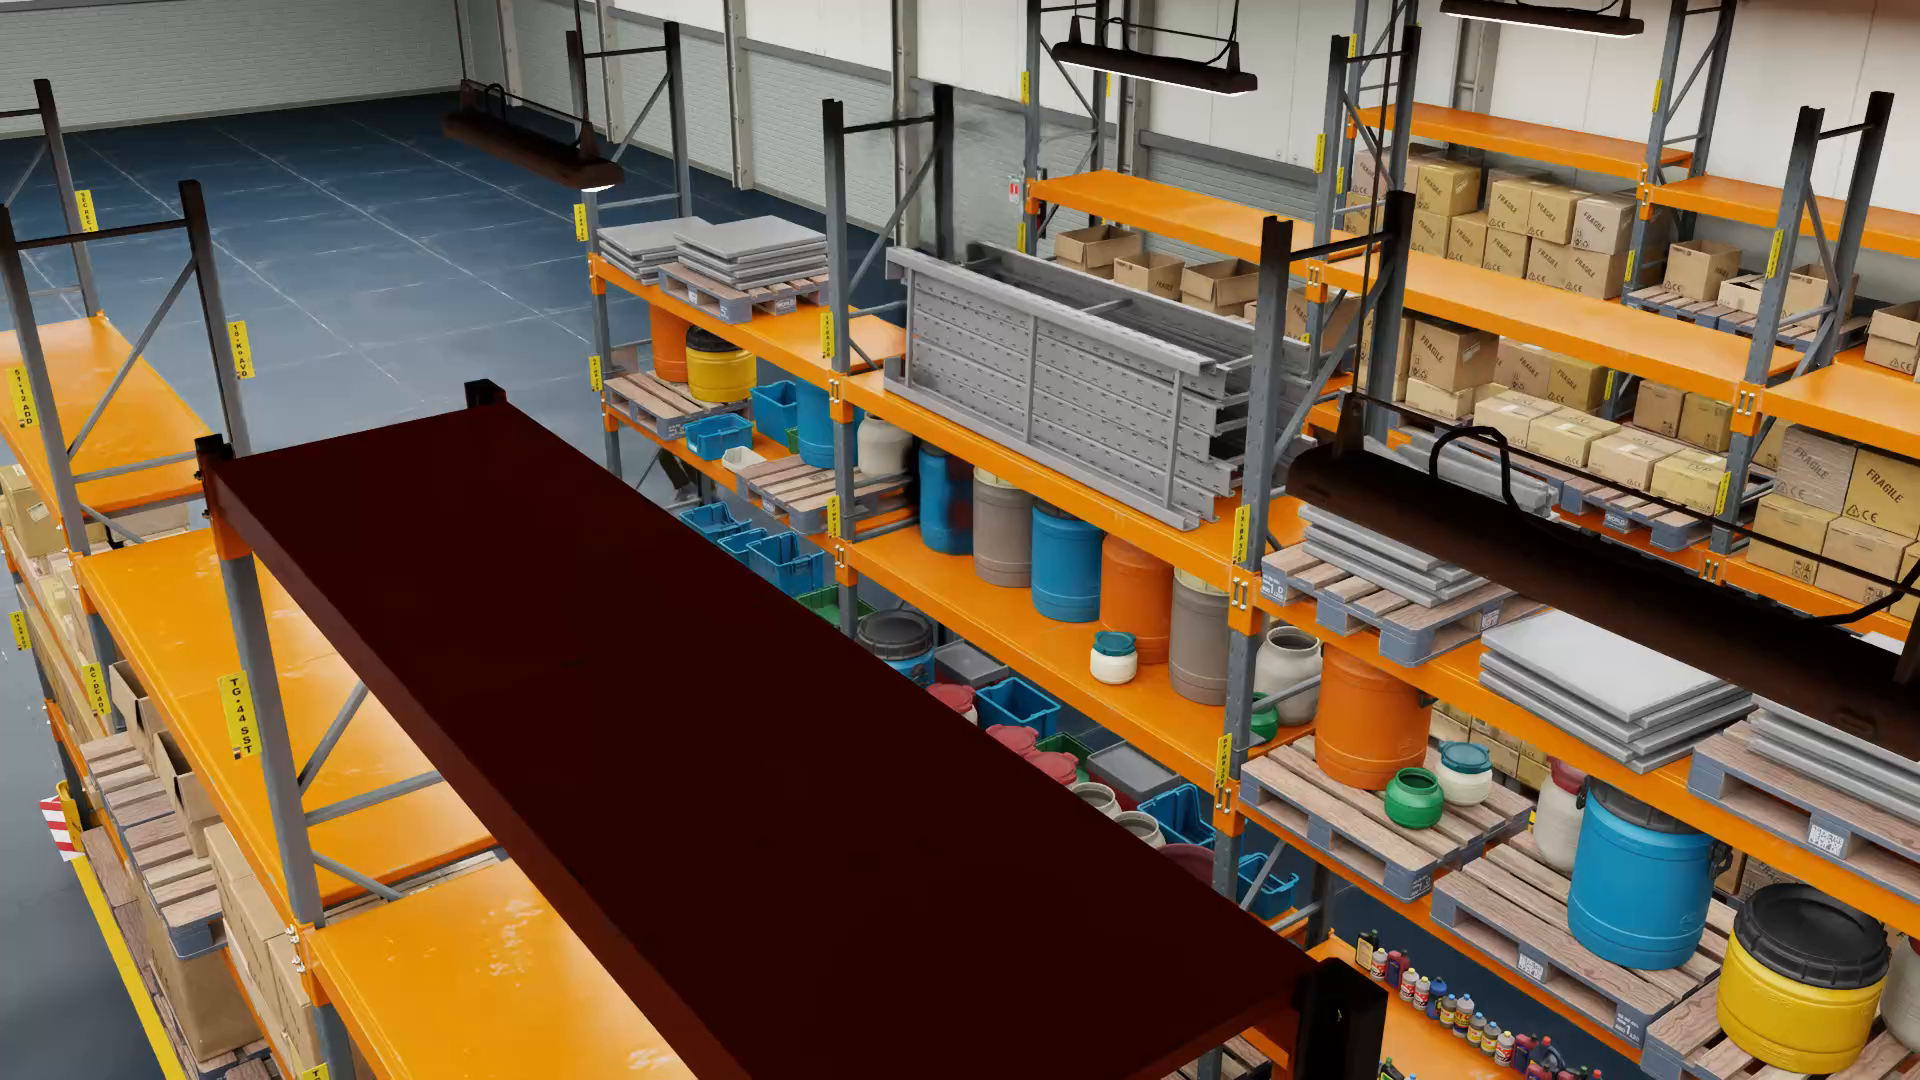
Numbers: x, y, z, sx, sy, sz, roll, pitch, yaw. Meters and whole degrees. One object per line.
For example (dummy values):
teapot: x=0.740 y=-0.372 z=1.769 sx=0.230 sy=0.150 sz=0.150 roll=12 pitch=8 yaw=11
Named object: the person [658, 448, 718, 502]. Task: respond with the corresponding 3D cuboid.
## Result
person: x=-3.273 y=-1.250 z=19.644 sx=0.721 sy=1.825 sz=0.734 roll=-8 pitch=26 yaw=-17
